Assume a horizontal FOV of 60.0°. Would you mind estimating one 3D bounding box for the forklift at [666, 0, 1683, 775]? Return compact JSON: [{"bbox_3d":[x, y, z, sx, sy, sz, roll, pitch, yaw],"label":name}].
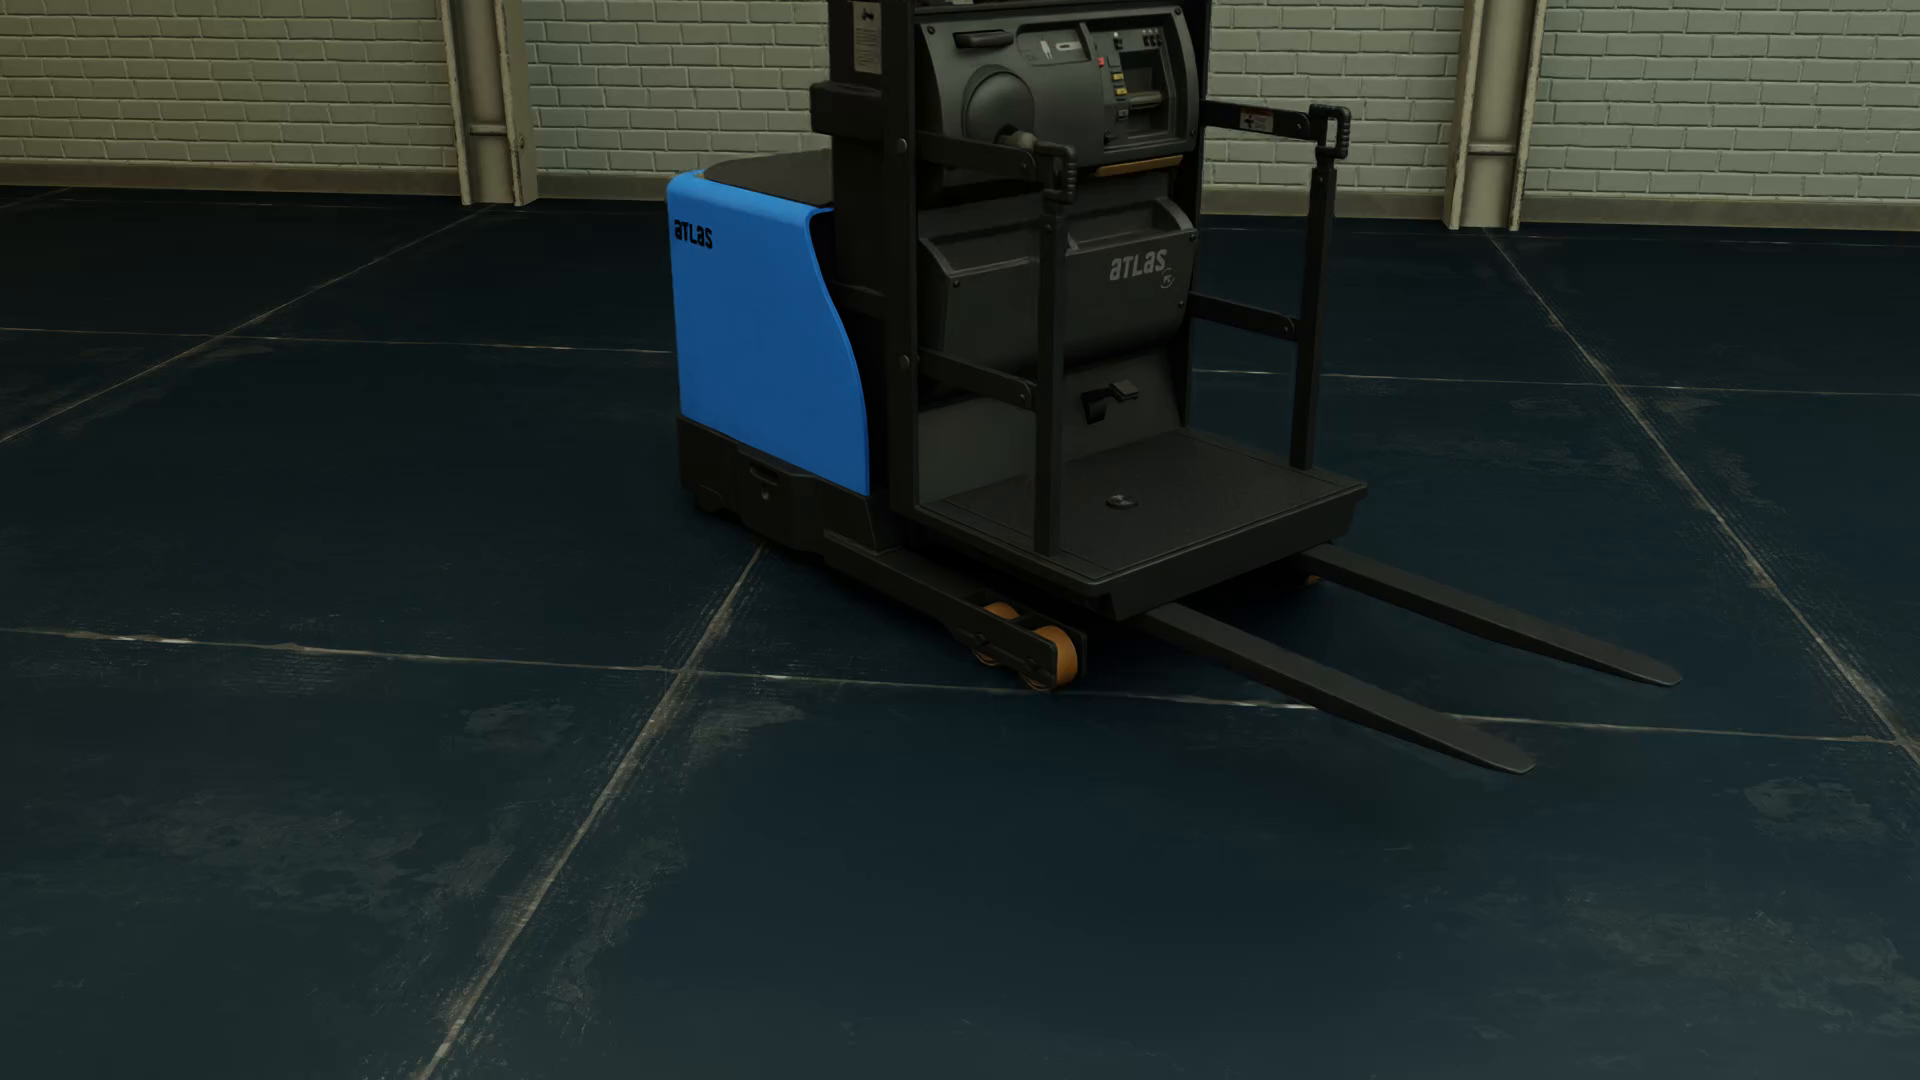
[{"bbox_3d":[0.419,-1.187,4.201,1.130,2.935,3.031,-18,28,-37],"label":"forklift"}]
